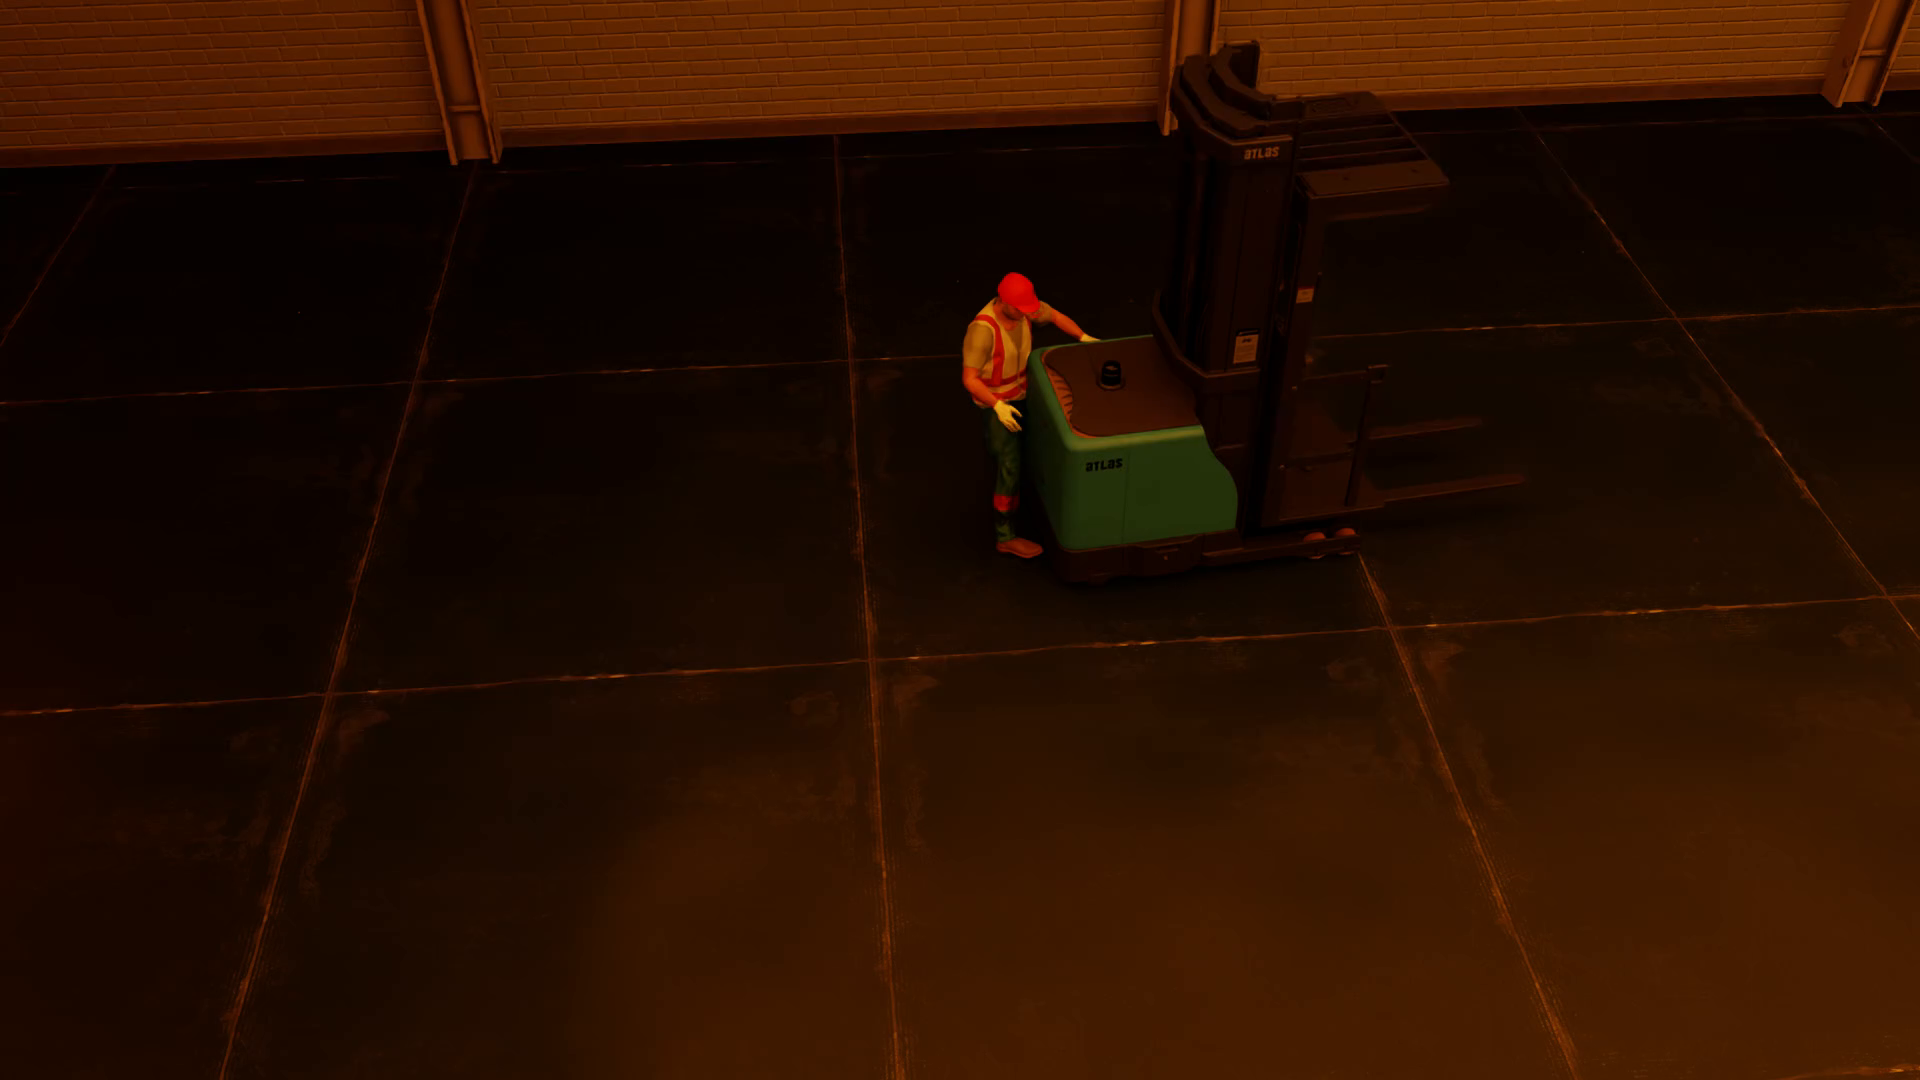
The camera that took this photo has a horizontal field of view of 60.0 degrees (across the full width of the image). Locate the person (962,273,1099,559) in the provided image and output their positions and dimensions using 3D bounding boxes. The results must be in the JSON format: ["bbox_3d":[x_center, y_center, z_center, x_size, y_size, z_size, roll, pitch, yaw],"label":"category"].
[{"bbox_3d":[0.414,-0.911,10.046,1.003,1.589,1.159,29,48,30],"label":"person"}]

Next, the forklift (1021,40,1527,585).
[{"bbox_3d":[1.958,-1.328,9.490,3.031,2.935,1.130,-8,41,-9],"label":"forklift"}]
